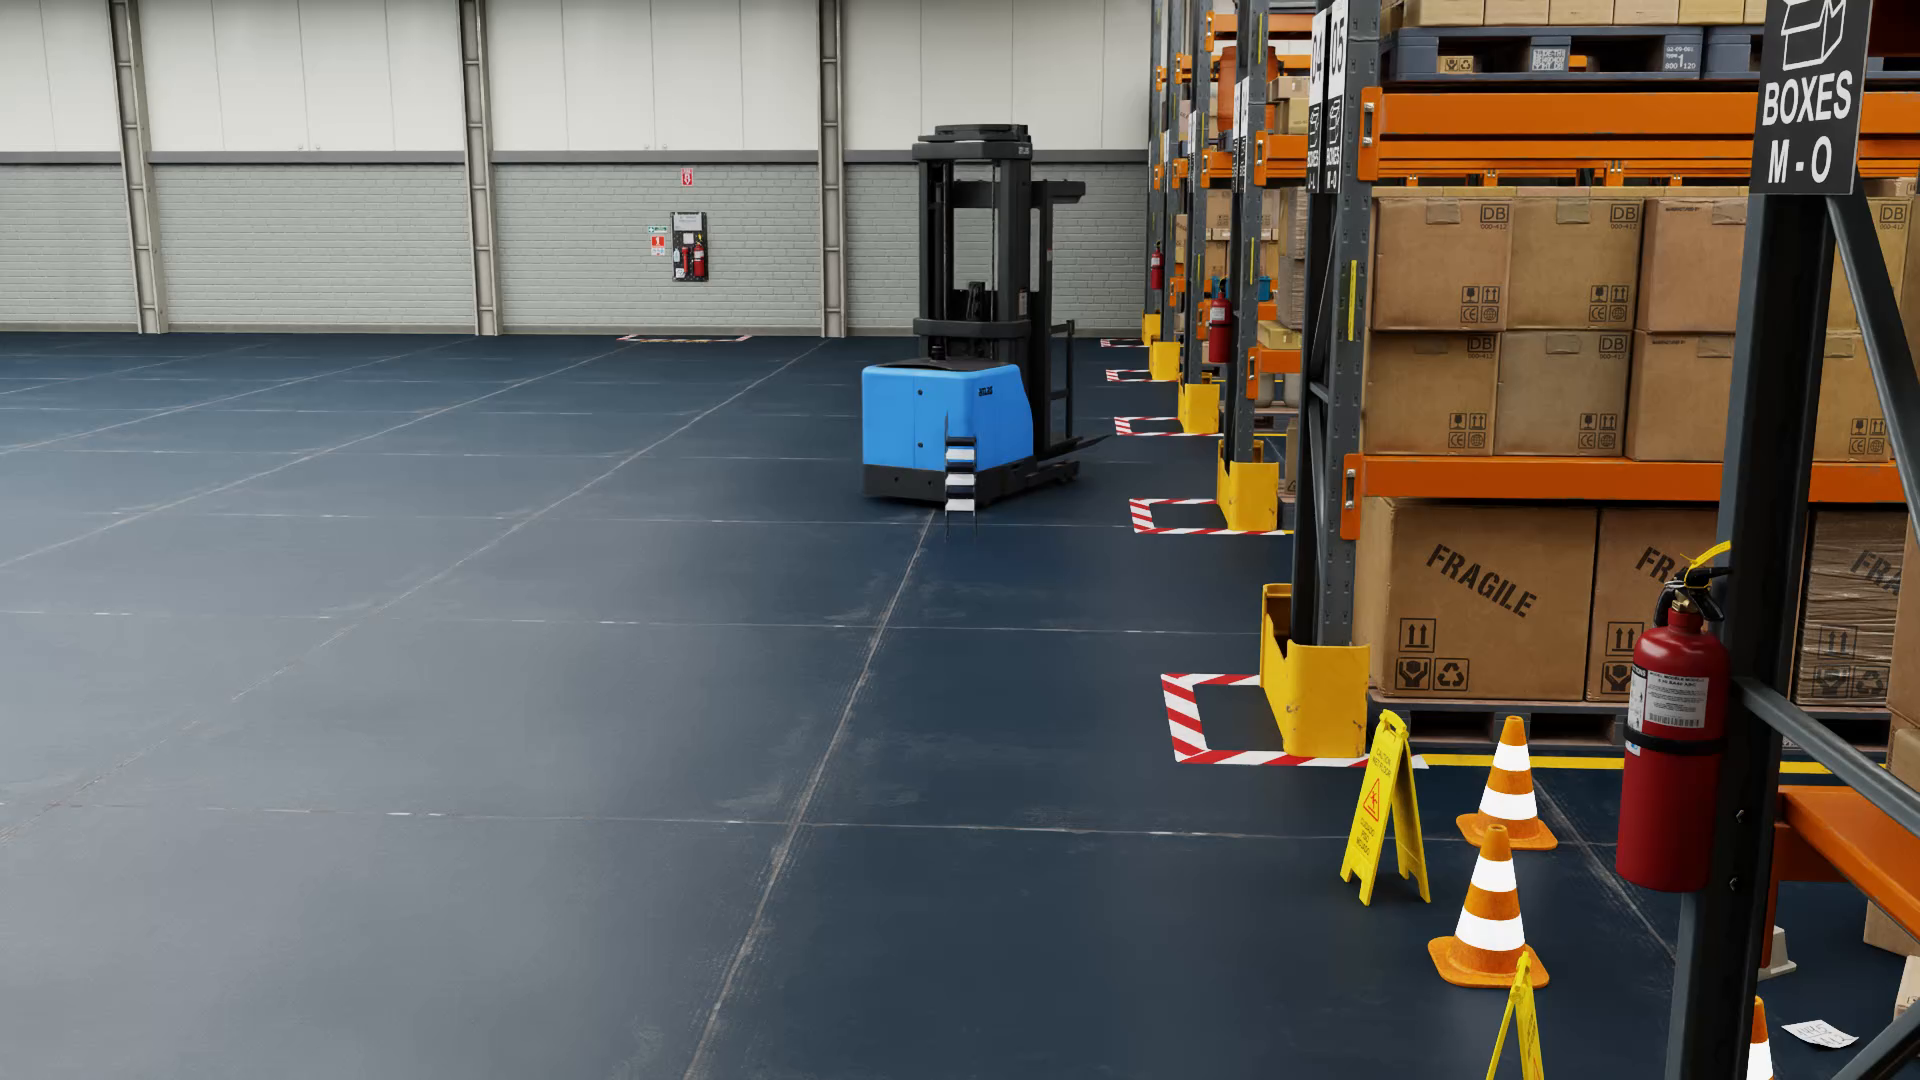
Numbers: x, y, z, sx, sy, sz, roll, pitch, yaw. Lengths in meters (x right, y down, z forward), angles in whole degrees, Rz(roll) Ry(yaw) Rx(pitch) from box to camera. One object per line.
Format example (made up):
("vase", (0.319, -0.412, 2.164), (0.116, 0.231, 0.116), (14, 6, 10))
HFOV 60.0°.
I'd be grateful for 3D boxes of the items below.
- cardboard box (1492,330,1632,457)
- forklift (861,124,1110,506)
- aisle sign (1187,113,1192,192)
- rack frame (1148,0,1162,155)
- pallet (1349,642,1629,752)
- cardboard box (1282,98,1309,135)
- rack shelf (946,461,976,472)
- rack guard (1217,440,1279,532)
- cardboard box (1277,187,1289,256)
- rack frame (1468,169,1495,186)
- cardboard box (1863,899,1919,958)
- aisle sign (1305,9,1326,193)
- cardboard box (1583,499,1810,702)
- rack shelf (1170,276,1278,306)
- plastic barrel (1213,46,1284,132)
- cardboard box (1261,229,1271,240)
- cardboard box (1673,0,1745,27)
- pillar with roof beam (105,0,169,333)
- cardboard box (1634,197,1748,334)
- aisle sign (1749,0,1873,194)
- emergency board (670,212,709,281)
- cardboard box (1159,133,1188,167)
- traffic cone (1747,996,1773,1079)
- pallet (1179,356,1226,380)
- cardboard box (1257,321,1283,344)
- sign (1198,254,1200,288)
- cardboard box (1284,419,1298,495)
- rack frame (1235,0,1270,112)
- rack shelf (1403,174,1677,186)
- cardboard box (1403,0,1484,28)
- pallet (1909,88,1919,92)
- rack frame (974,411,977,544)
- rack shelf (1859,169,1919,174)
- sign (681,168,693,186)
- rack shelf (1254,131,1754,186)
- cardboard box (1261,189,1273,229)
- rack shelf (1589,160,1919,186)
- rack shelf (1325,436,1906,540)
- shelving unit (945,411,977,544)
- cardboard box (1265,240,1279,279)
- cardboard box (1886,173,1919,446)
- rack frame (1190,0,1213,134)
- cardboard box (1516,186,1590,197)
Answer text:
("cardboard box", (2.584, -0.714, 7.487), (0.550, 0.550, 0.875), (1, 12, 4))
("forklift", (0.368, -1.955, 13.957), (1.130, 2.935, 3.031), (6, 13, 28))
("aisle sign", (2.372, -3.997, 17.201), (0.004, 0.787, 0.394), (1, 12, 4))
("rack frame", (3.086, -7.623, 26.233), (0.127, 3.000, 1.000), (1, 12, 4))
("pallet", (2.463, 0.721, 7.807), (1.213, 0.211, 1.003), (1, 12, 4))
("cardboard box", (2.556, -2.986, 11.759), (0.500, 0.250, 0.500), (1, 12, 5))
("rack shelf", (0.008, -0.496, 11.664), (0.200, 0.077, 0.258), (1, 12, 4))
("rack guard", (2.169, -0.426, 12.586), (0.348, 0.500, 1.175), (1, 12, 4))
("cardboard box", (2.658, -2.378, 12.397), (0.500, 0.500, 0.500), (1, 12, 4))
("rack frame", (6.749, -3.620, 21.748), (0.127, 3.000, 1.000), (1, 12, 4))
("cardboard box", (3.352, 1.102, 5.270), (0.637, 0.503, 0.797), (-9, 15, -35))
("aisle sign", (1.610, -1.974, 7.529), (0.004, 0.787, 0.394), (1, 12, 4))
("cardboard box", (3.220, 0.203, 7.637), (0.875, 0.875, 0.875), (1, 12, 3))
("rack shelf", (4.754, -3.295, 21.952), (4.000, 0.370, 1.077), (1, 12, 4))
("plastic barrel", (2.917, -4.566, 16.870), (0.708, 0.830, 0.600), (1, 12, 4))
("cardboard box", (3.900, -3.981, 21.646), (0.250, 0.149, 0.380), (1, 12, 3))
("cardboard box", (2.989, -2.155, 6.761), (0.250, 0.149, 0.380), (1, 12, 4))
("pillar with roof beam", (-14.406, -7.157, 24.005), (0.400, 9.000, 9.100), (1, 12, 4))
("cardboard box", (3.133, -1.204, 7.194), (0.550, 0.550, 0.875), (1, 12, 4))
("aisle sign", (1.388, -0.959, 2.678), (0.004, 0.787, 0.394), (1, 12, 4))
("emergency board", (-4.608, -4.978, 28.238), (0.643, 1.169, 0.194), (1, 12, 4))
("cardboard box", (3.403, -6.158, 26.262), (0.500, 0.500, 0.500), (1, 12, 5))
("traffic cone", (1.946, 1.358, 4.148), (0.334, 0.463, 0.336), (1, 12, 4))
("pallet", (3.524, -2.308, 22.286), (1.213, 0.211, 1.003), (1, 12, 4))
("cardboard box", (2.391, -1.566, 12.543), (0.250, 0.149, 0.380), (1, 12, 4))
("sign", (2.383, -2.686, 16.607), (0.005, 0.325, 0.100), (1, 12, 4))
("cardboard box", (2.715, -0.621, 12.491), (0.500, 0.500, 0.500), (3, 12, 14))
("rack frame", (2.093, -4.587, 11.721), (0.127, 3.000, 1.000), (1, 12, 4))
("rack shelf", (9.072, -5.721, 26.222), (4.000, 0.370, 1.077), (1, 12, 4))
("cardboard box", (1.981, -2.169, 6.827), (0.250, 0.149, 0.380), (1, 12, 4))
("pallet", (4.836, -2.023, 7.001), (1.213, 0.211, 1.003), (1, 12, 4))
("rack frame", (0.110, -0.439, 11.669), (0.006, 0.900, 0.240), (1, 12, 4))
("rack shelf", (12.736, -4.654, 21.122), (4.000, 0.370, 1.077), (1, 12, 4))
("sign", (-4.609, -6.133, 28.098), (0.199, 0.298, 0.001), (1, 12, 4))
("rack shelf", (4.088, -2.740, 11.971), (4.000, 0.370, 1.077), (1, 12, 4))
("cardboard box", (3.801, -4.343, 21.791), (0.500, 0.500, 0.700), (0, 12, 2))
("rack shelf", (8.410, -3.697, 16.546), (4.000, 0.370, 1.077), (1, 12, 4))
("rack shelf", (3.656, -0.260, 7.440), (4.000, 0.370, 1.077), (1, 12, 4))
("shelving unit", (0.008, -0.440, 11.675), (0.210, 0.900, 0.258), (1, 12, 4))
("cardboard box", (4.243, -3.701, 21.888), (0.500, 0.500, 0.700), (1, 12, 4))
("cardboard box", (1.955, -0.348, 2.693), (0.500, 0.500, 0.700), (0, 12, 2))
("rack frame", (2.424, -5.599, 16.558), (0.127, 3.000, 1.000), (1, 12, 4))
("cardboard box", (4.120, -2.251, 11.792), (0.500, 0.500, 0.500), (1, 12, 4))
